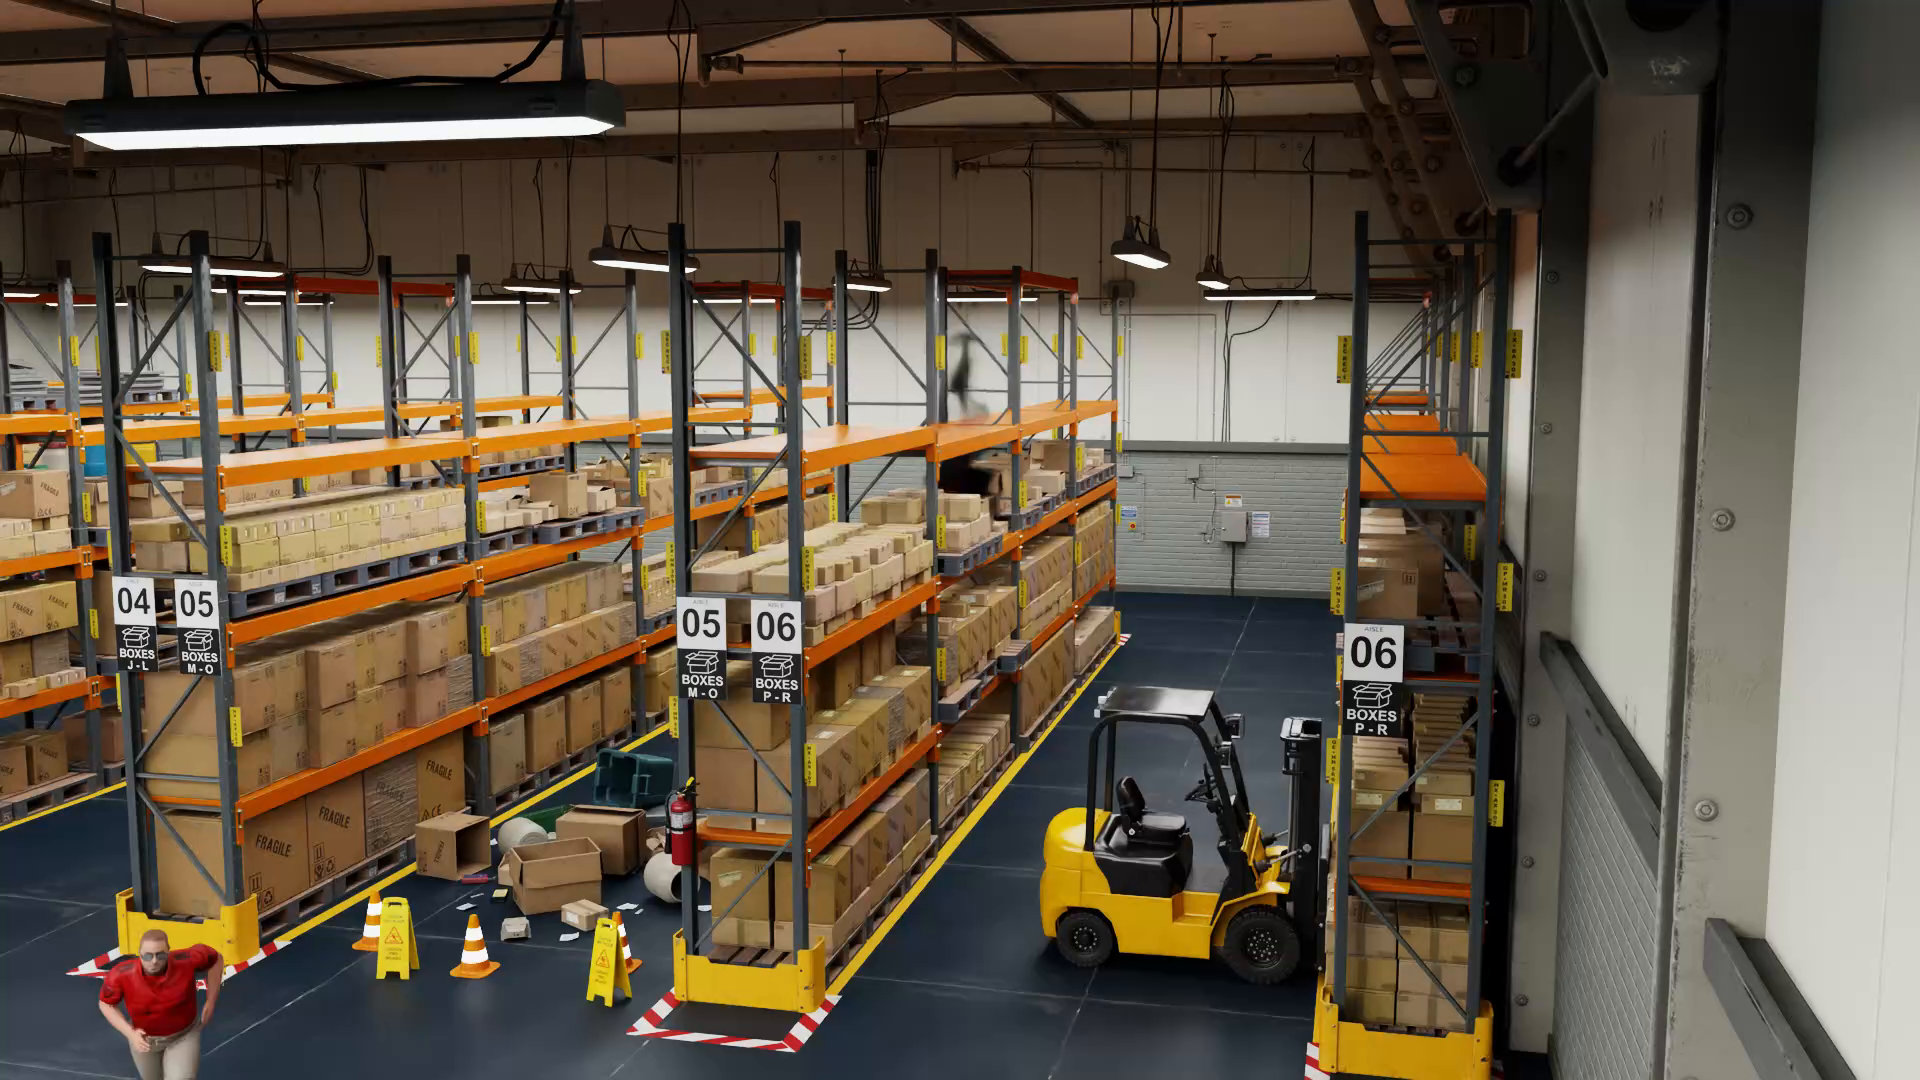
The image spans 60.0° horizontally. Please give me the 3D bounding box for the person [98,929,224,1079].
[{"bbox_3d":[-4.949,3.123,10.364,0.703,1.696,1.018,-3,8,-26],"label":"person"}]
